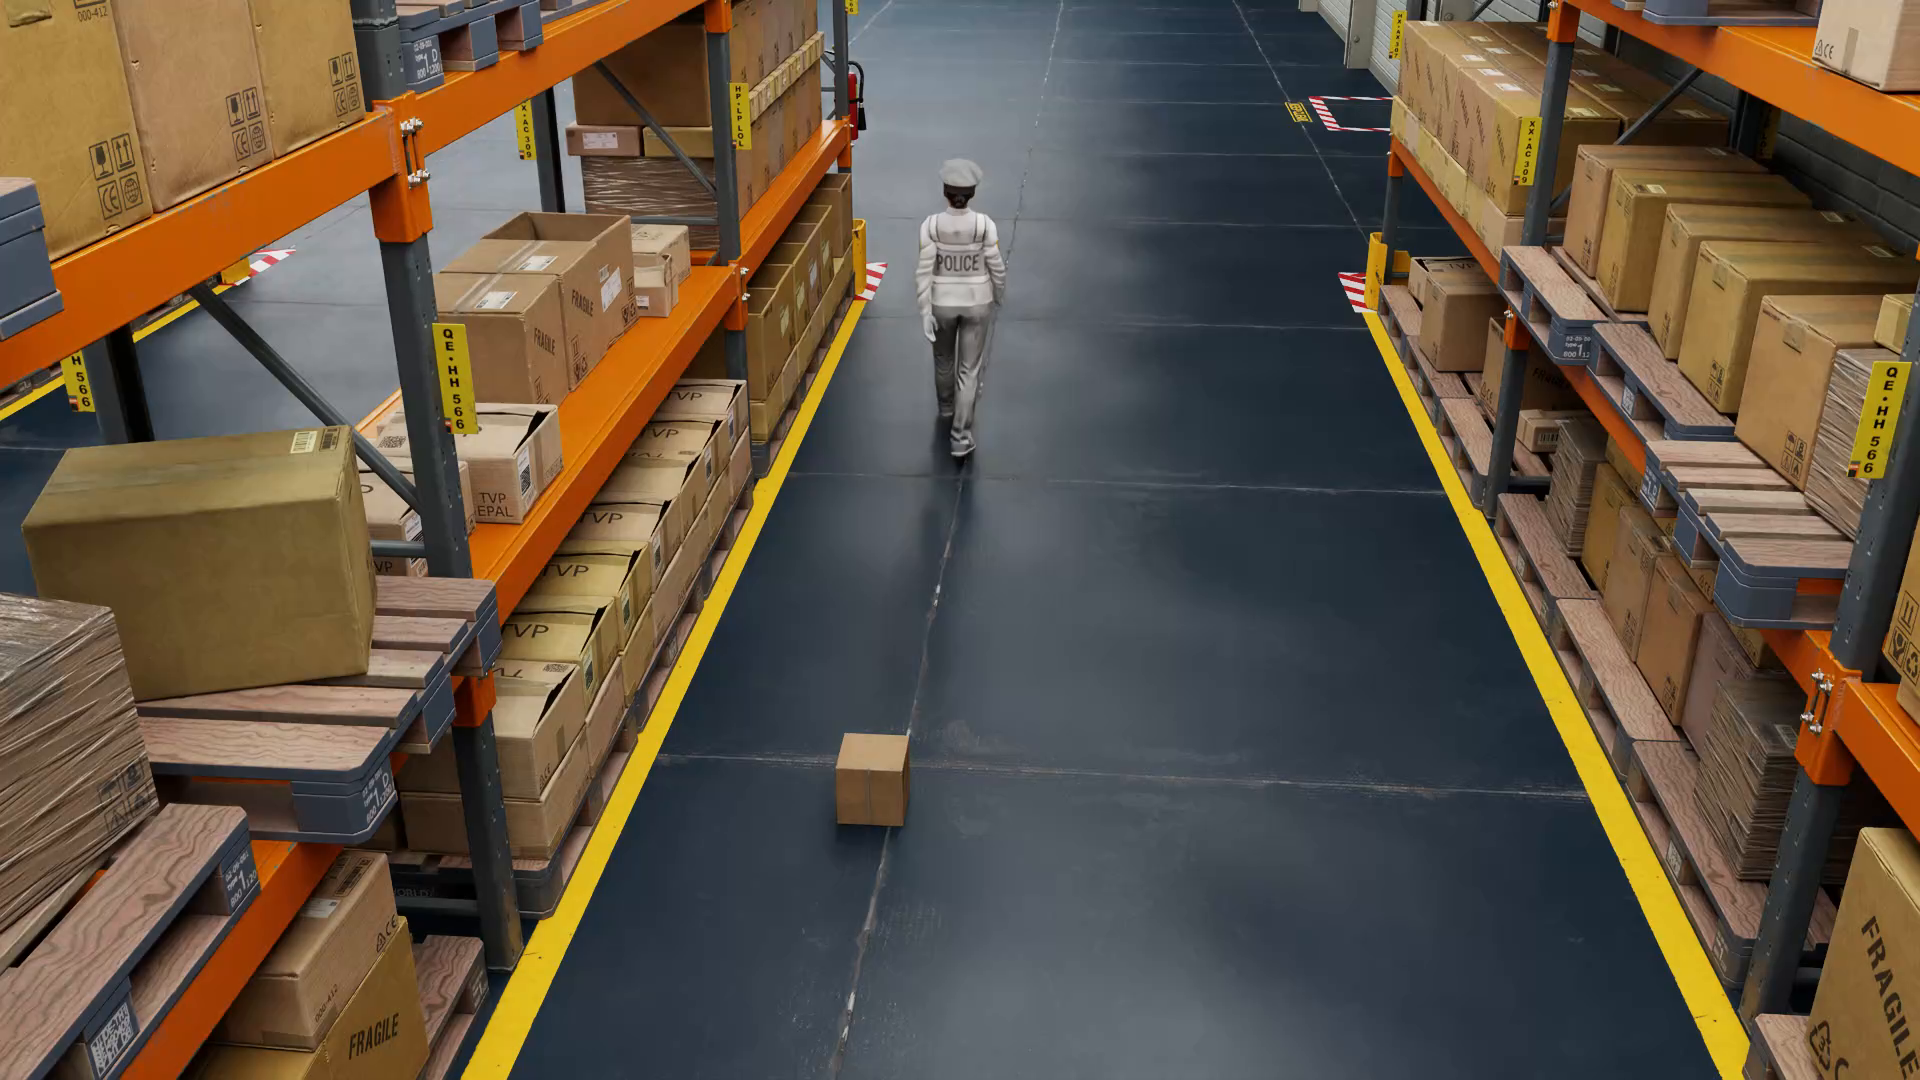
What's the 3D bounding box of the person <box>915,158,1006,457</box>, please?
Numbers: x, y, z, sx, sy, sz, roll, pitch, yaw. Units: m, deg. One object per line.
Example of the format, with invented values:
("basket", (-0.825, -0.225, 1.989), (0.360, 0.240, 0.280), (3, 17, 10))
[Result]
("person", (0.017, -1.389, 9.562), (0.499, 1.628, 0.954), (3, 25, 6))
